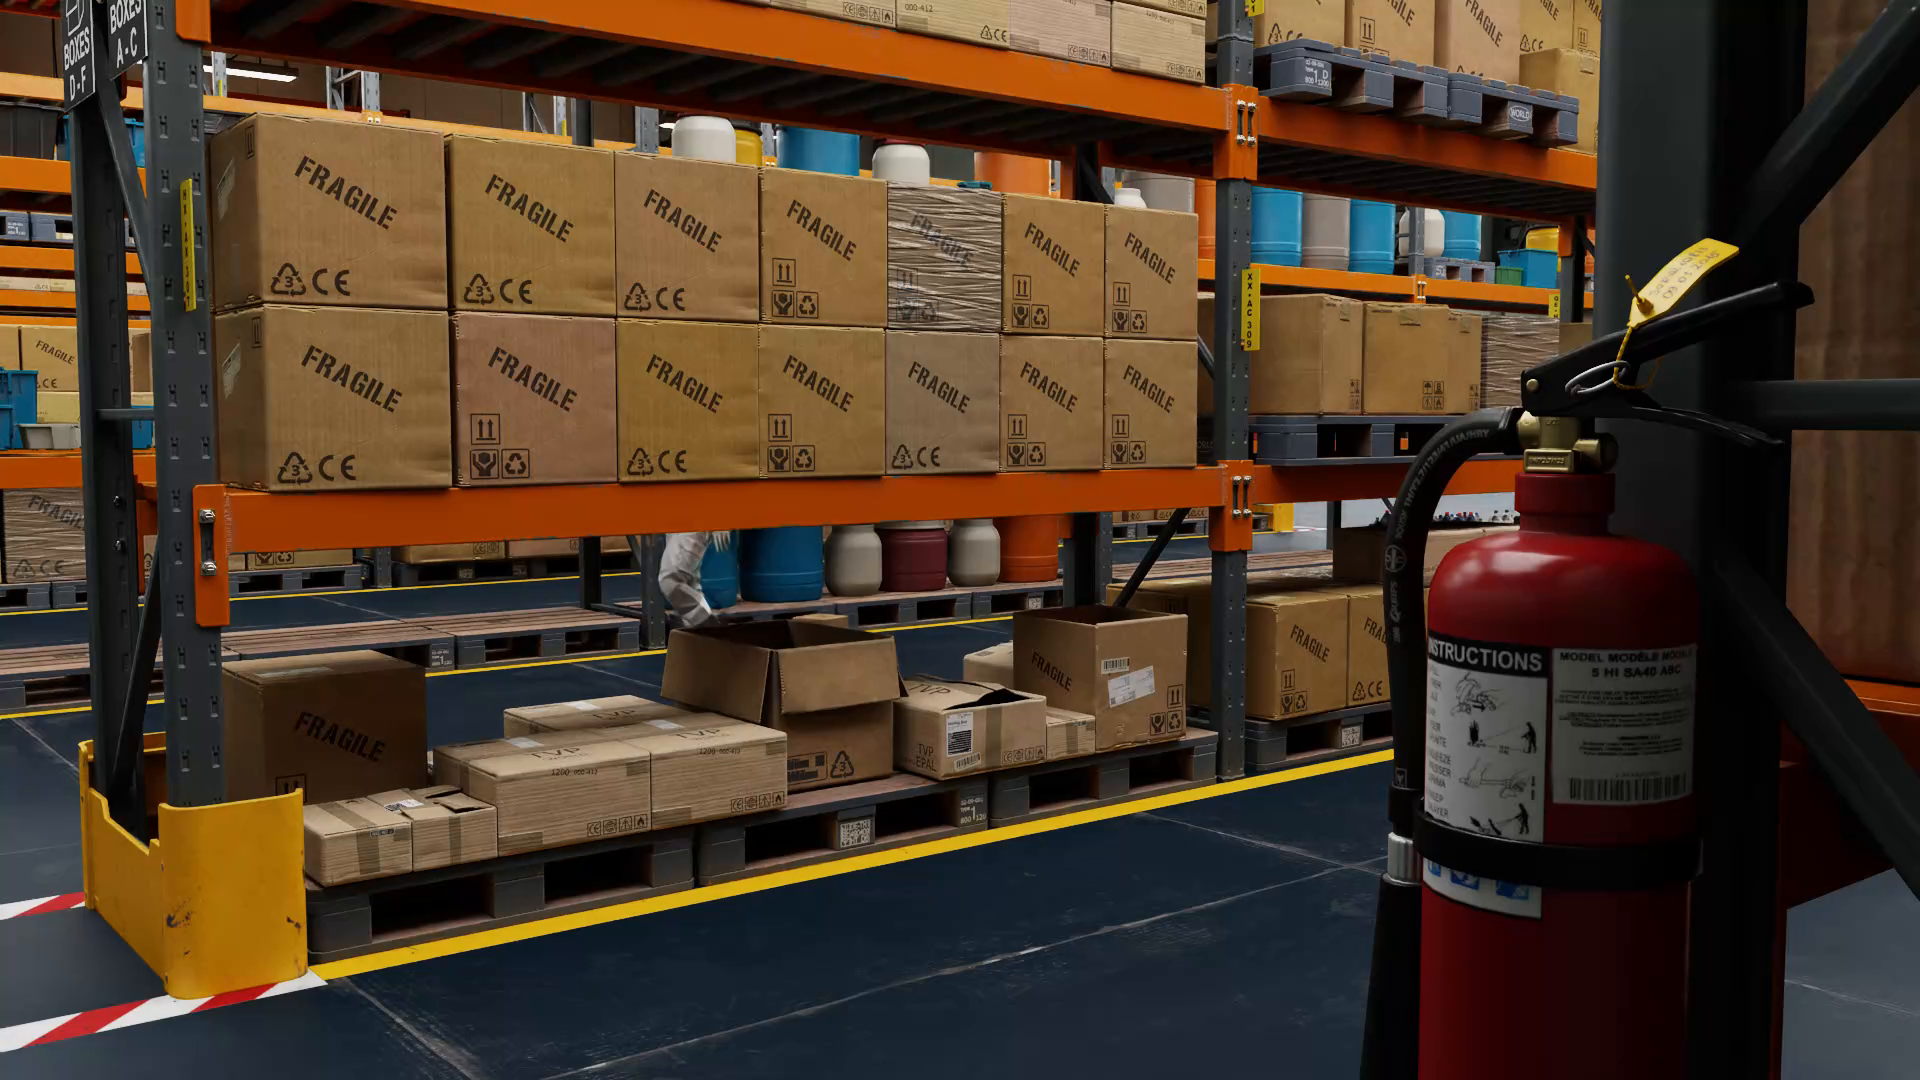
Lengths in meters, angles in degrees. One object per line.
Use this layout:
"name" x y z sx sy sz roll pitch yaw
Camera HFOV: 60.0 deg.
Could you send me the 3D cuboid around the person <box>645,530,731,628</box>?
"person" -1.530 -0.096 9.306 0.449 1.798 0.539 -3 5 -33
